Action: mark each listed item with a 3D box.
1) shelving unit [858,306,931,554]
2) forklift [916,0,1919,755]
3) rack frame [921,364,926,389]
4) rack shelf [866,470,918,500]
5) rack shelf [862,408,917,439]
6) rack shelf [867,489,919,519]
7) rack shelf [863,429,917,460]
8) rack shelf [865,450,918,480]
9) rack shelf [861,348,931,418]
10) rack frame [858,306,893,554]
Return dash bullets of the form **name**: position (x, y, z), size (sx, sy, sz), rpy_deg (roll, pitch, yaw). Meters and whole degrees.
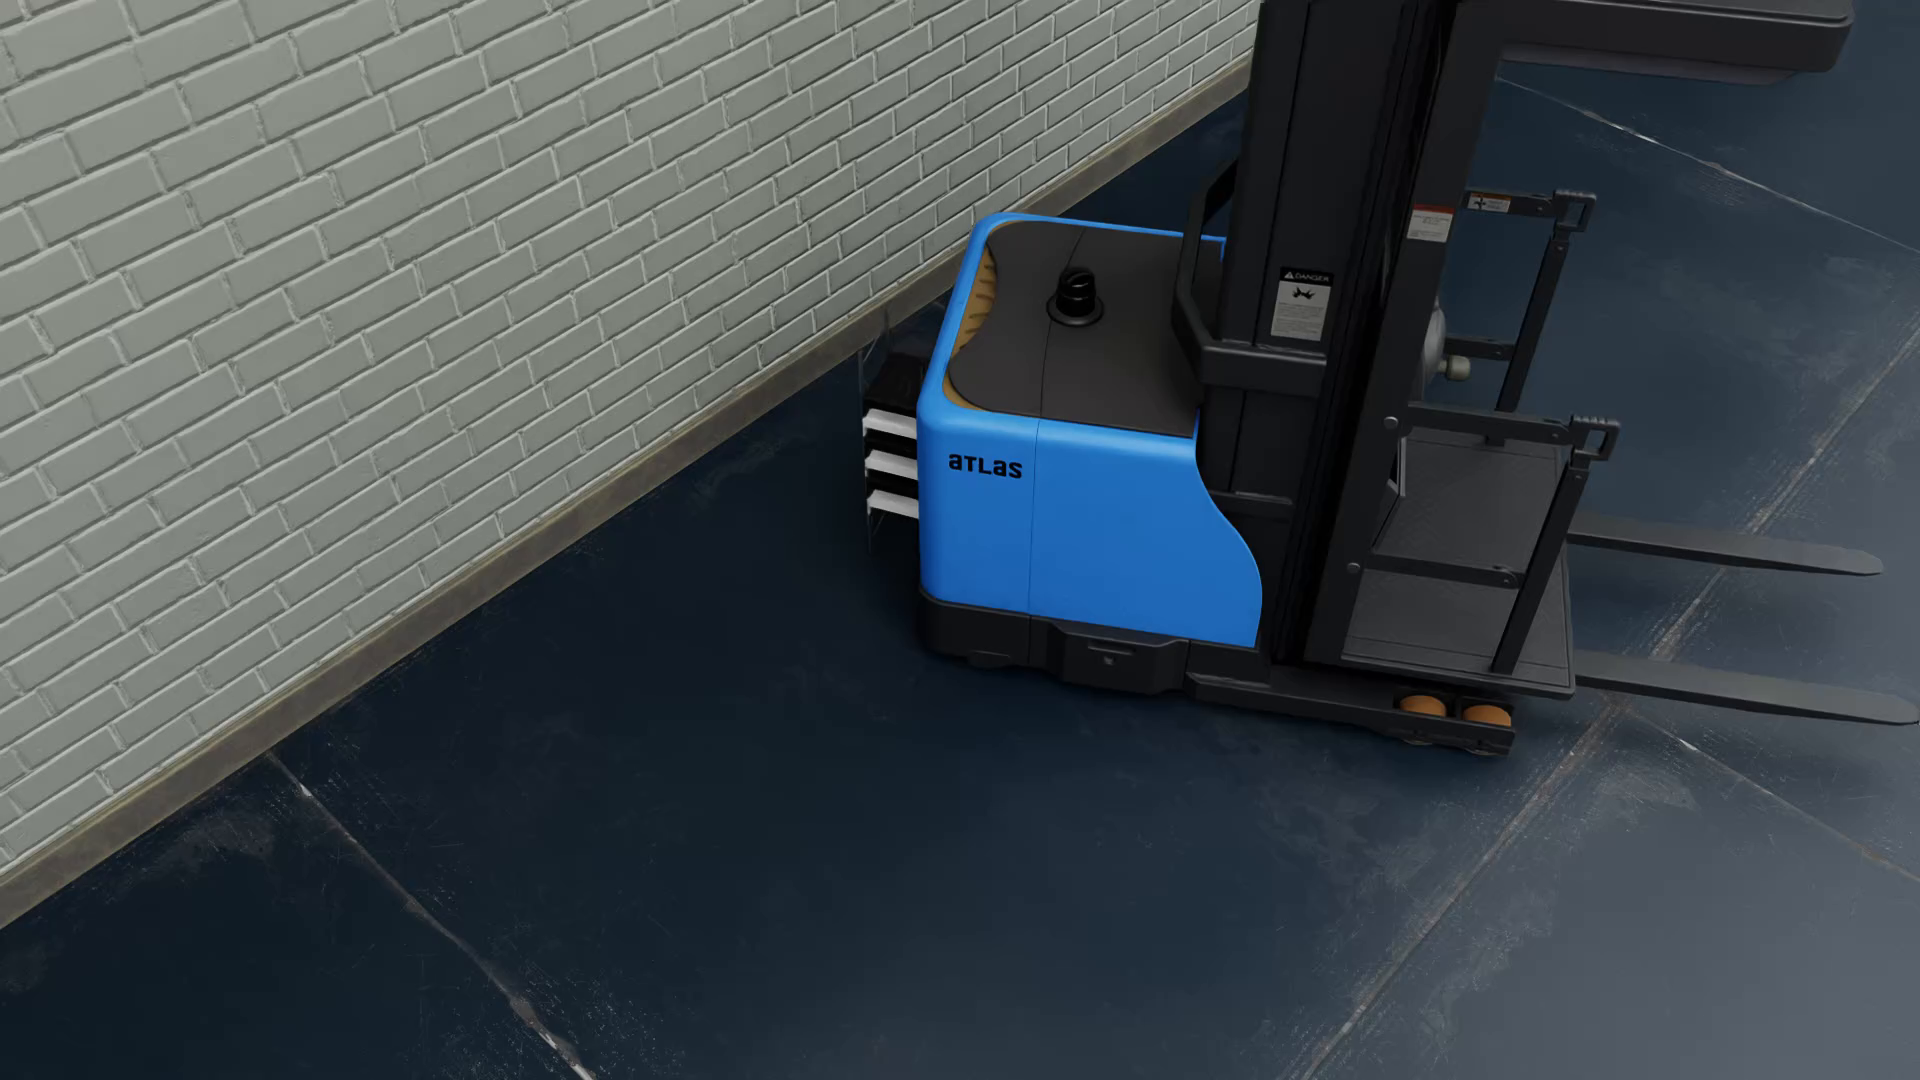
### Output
- **shelving unit**: position (-0.173, -0.317, 5.431), size (0.210, 0.900, 0.258), rpy_deg (14, 48, 13)
- **forklift**: position (1.432, -0.765, 4.458), size (3.031, 2.935, 1.130), rpy_deg (8, 47, 8)
- **rack frame**: position (-0.077, -0.293, 5.408), size (0.006, 0.900, 0.240), rpy_deg (14, 48, 13)
- **rack shelf**: position (-0.173, -0.233, 5.521), size (0.200, 0.077, 0.258), rpy_deg (14, 48, 13)
- **rack shelf**: position (-0.173, -0.418, 5.324), size (0.200, 0.077, 0.258), rpy_deg (14, 48, 13)
- **rack shelf**: position (-0.173, -0.171, 5.586), size (0.200, 0.077, 0.258), rpy_deg (14, 48, 13)
- **rack shelf**: position (-0.173, -0.356, 5.389), size (0.200, 0.077, 0.258), rpy_deg (14, 48, 13)
- **rack shelf**: position (-0.173, -0.294, 5.455), size (0.200, 0.077, 0.258), rpy_deg (14, 48, 13)
- **rack shelf**: position (-0.173, -0.479, 5.258), size (0.200, 0.077, 0.258), rpy_deg (14, 48, 13)
- **rack frame**: position (-0.269, -0.342, 5.453), size (0.006, 0.900, 0.240), rpy_deg (14, 48, 13)
